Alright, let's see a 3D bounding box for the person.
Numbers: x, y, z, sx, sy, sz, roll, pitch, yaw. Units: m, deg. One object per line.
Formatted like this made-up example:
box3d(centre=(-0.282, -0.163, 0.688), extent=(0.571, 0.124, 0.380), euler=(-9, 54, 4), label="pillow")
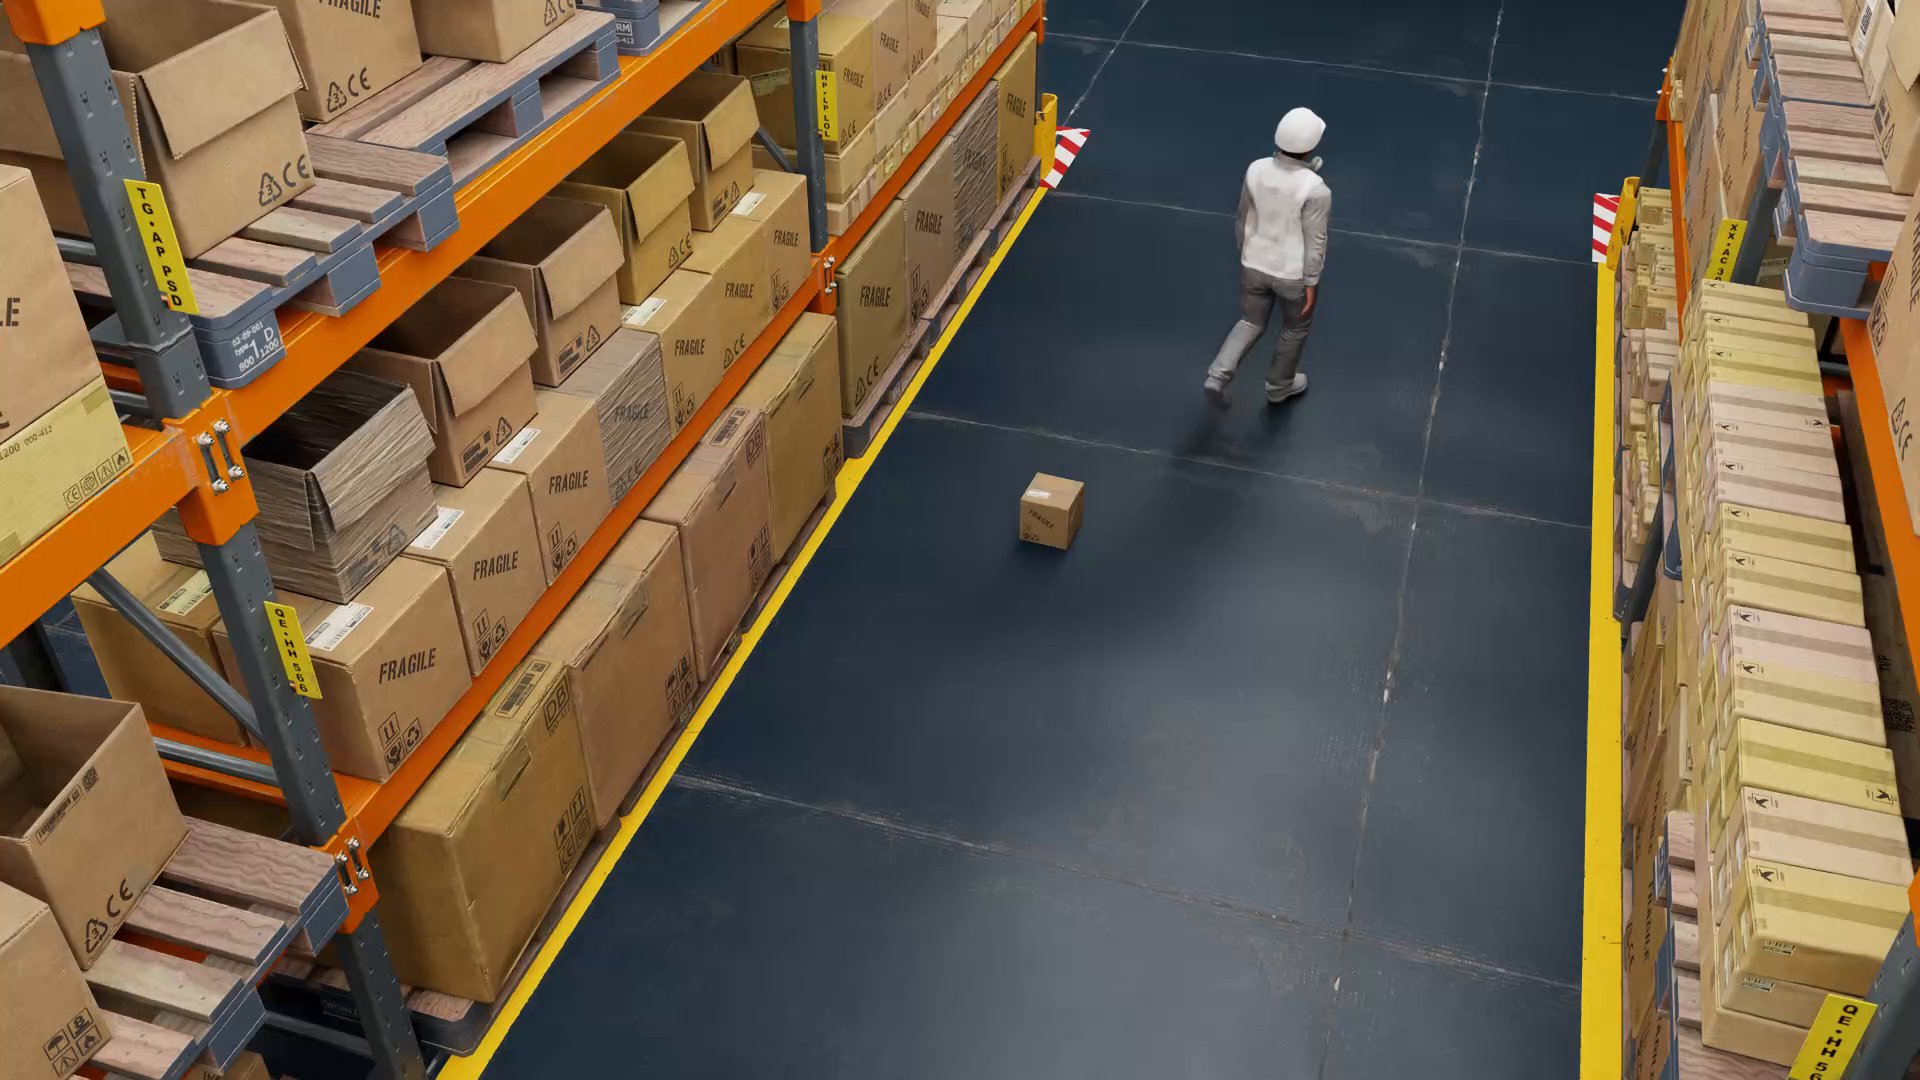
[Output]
box3d(centre=(1.654, -1.441, 8.784), extent=(0.548, 1.750, 0.793), euler=(28, 45, 32), label="person")
